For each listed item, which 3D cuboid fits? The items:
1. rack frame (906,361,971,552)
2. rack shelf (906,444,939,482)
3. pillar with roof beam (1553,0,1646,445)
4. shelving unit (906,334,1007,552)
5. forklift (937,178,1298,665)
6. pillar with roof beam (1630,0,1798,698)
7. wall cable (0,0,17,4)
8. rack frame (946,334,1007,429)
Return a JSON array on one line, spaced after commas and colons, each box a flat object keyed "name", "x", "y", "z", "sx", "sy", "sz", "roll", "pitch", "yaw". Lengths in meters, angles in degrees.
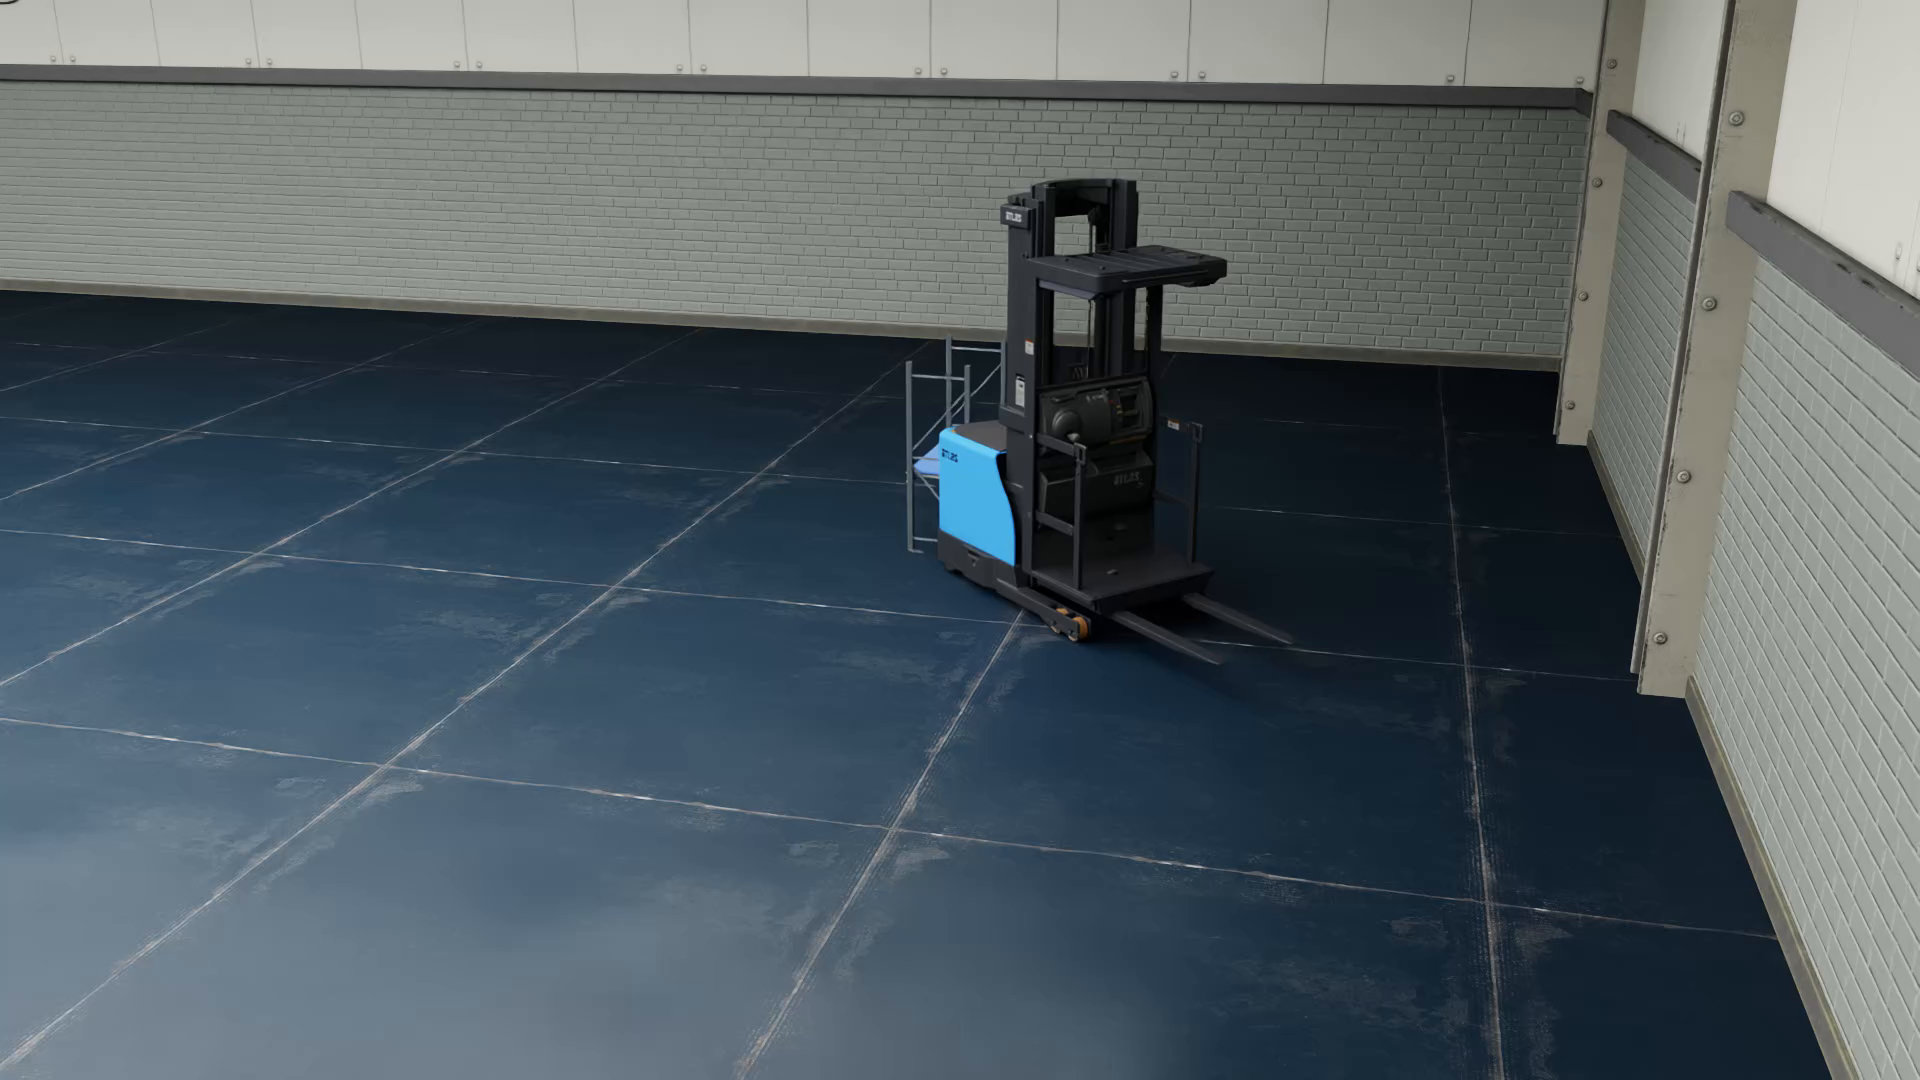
[{"name": "rack frame", "x": -0.162, "y": -0.606, "z": 12.642, "sx": 0.500, "sy": 1.500, "sz": 0.032, "roll": 6, "pitch": 20, "yaw": 16}, {"name": "rack shelf", "x": -0.015, "y": -0.593, "z": 13.161, "sx": 0.538, "sy": 0.185, "sz": 1.000, "roll": 6, "pitch": 20, "yaw": 16}, {"name": "pillar with roof beam", "x": 1.722, "y": -5.570, "z": 15.572, "sx": 9.100, "sy": 9.000, "sz": 0.400, "roll": 5, "pitch": 19, "yaw": 13}, {"name": "shelving unit", "x": -0.015, "y": -0.764, "z": 13.103, "sx": 0.538, "sy": 1.500, "sz": 1.048, "roll": 6, "pitch": 20, "yaw": 16}, {"name": "forklift", "x": 1.054, "y": -0.877, "z": 11.221, "sx": 1.130, "sy": 2.935, "sz": 3.031, "roll": -12, "pitch": 22, "yaw": -31}, {"name": "pillar with roof beam", "x": 0.256, "y": -3.689, "z": 10.066, "sx": 9.100, "sy": 9.000, "sz": 0.400, "roll": 5, "pitch": 19, "yaw": 13}, {"name": "wall cable", "x": -13.445, "y": -9.391, "z": 21.498, "sx": 2.305, "sy": 6.003, "sz": 0.169, "roll": 5, "pitch": 19, "yaw": 13}, {"name": "rack frame", "x": 0.133, "y": -0.921, "z": 13.563, "sx": 0.500, "sy": 1.500, "sz": 0.032, "roll": 6, "pitch": 20, "yaw": 16}]
